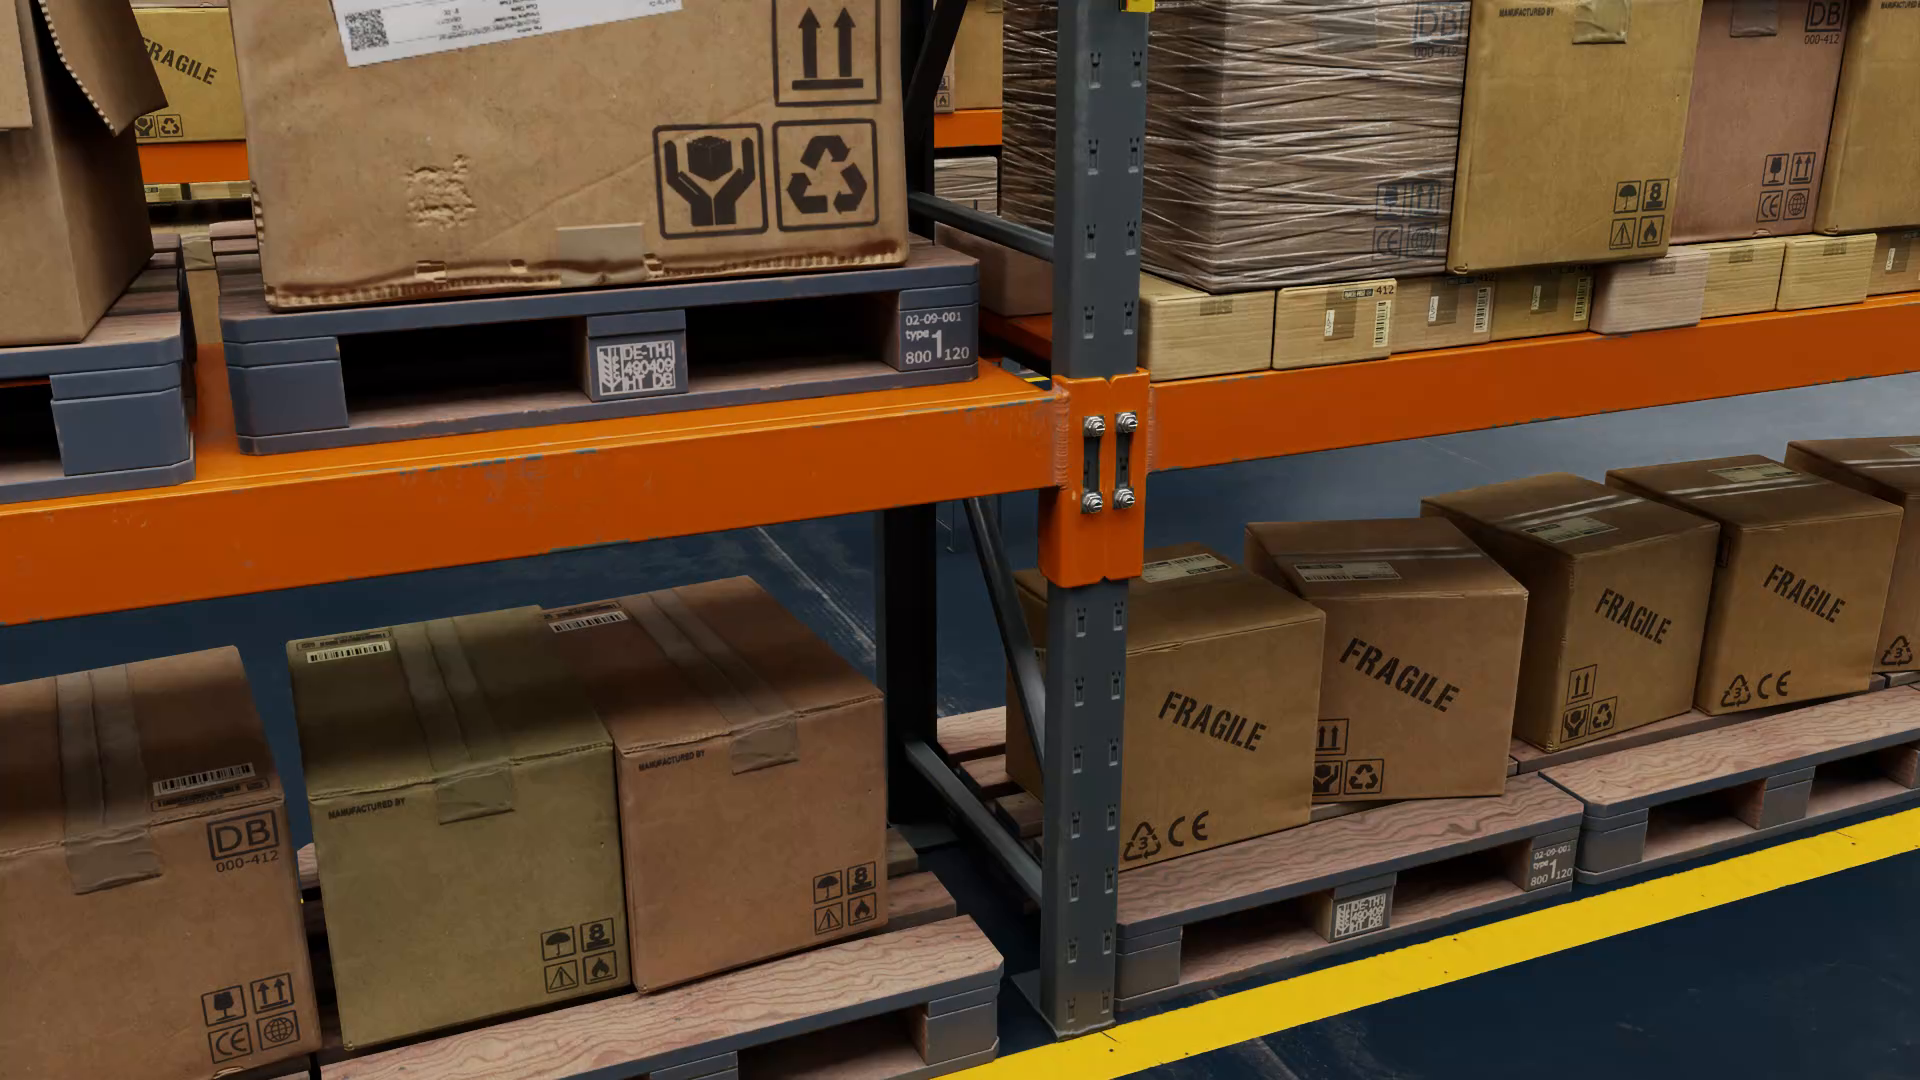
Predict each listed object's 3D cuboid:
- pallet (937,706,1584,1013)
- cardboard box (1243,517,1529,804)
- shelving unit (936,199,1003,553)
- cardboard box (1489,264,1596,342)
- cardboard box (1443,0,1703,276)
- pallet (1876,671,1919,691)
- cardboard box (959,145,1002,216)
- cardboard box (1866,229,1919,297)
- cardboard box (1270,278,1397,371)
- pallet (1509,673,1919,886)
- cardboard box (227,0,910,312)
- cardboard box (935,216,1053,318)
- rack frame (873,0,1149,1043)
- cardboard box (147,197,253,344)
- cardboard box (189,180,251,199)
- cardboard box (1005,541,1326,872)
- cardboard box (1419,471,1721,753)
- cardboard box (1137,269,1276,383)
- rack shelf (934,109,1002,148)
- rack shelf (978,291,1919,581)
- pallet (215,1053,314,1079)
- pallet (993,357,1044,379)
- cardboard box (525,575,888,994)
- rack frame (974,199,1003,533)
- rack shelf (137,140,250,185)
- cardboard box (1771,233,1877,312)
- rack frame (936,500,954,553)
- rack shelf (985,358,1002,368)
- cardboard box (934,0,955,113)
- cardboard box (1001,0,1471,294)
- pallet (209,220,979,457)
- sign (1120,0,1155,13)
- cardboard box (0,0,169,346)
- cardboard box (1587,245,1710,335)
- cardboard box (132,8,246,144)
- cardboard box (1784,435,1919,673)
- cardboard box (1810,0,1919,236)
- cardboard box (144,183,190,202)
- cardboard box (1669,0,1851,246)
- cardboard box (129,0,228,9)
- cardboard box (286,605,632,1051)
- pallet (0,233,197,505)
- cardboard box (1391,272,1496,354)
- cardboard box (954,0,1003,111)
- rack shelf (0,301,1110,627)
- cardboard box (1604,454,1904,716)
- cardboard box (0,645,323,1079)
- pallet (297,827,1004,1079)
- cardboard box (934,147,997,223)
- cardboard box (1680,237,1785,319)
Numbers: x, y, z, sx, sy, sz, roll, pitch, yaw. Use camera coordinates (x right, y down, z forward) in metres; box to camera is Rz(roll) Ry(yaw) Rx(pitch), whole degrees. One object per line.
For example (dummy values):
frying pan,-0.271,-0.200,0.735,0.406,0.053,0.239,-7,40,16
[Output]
pallet,0.654,0.621,3.941,1.213,0.211,1.003,-8,21,-22
cardboard box,0.957,0.268,3.877,0.500,0.500,0.500,-2,19,-5
shelving unit,0.013,-0.568,5.828,0.189,1.200,0.258,-8,21,-22
cardboard box,1.047,-0.519,3.359,0.250,0.149,0.380,-8,21,-22
cardboard box,0.962,-0.878,3.401,0.500,0.500,0.875,-8,21,-22
pallet,2.894,0.300,4.853,1.213,0.211,1.003,-8,21,-22
cardboard box,0.449,-1.618,8.666,0.875,0.875,0.875,-9,21,-23
cardboard box,1.952,-0.662,3.763,0.250,0.149,0.380,-8,21,-22
cardboard box,0.603,-0.442,3.140,0.250,0.149,0.380,-8,21,-22
pallet,1.776,0.459,4.401,1.213,0.211,1.003,-8,21,-22
cardboard box,-0.734,-1.015,2.851,1.000,1.000,1.000,-8,21,-22
cardboard box,0.132,-0.595,3.573,0.250,0.149,0.380,-8,21,-22
rack frame,0.051,-0.595,3.196,0.127,3.000,1.000,-8,21,-22
cardboard box,-3.242,-1.023,7.167,0.750,0.750,1.050,-8,21,-22
cardboard box,-5.013,-2.411,11.676,0.625,0.372,0.950,-7,21,-19
cardboard box,0.434,0.345,3.657,0.500,0.500,0.500,-9,21,-24
cardboard box,1.496,0.162,4.177,0.500,0.500,0.500,-10,22,-27
cardboard box,0.368,-0.413,3.058,0.250,0.149,0.380,-8,21,-22
rack shelf,0.016,-2.045,8.397,4.000,0.370,1.077,-8,21,-22
rack shelf,1.888,-0.519,4.063,4.000,0.370,1.077,-8,21,-22
pallet,-1.785,0.985,2.908,1.213,0.211,1.003,-8,21,-22
pallet,0.031,-1.044,8.669,1.213,0.211,1.003,-8,21,-22
cardboard box,-0.521,0.450,3.328,0.500,0.500,0.700,-10,22,-26
rack frame,0.097,-0.580,5.862,0.006,1.200,0.240,-8,21,-22
rack shelf,-3.657,-1.519,6.902,4.000,0.370,1.077,-8,21,-22
cardboard box,1.740,-0.615,3.630,0.250,0.149,0.380,-8,21,-22
rack frame,-0.071,-0.556,5.794,0.006,1.200,0.240,-8,21,-22
rack shelf,0.013,-0.639,5.803,0.180,0.103,0.258,-8,21,-22
cardboard box,-0.448,-2.359,7.978,0.550,0.550,0.875,-8,21,-22
cardboard box,0.489,-0.823,3.245,0.500,0.500,0.875,-8,21,-22
pallet,-0.708,-0.449,3.069,1.213,0.211,1.003,-8,21,-22
sign,0.275,-0.973,2.525,0.005,0.325,0.100,-8,21,-22
cardboard box,-1.504,-0.586,2.382,0.637,0.503,0.797,-6,20,-16
cardboard box,1.293,-0.540,3.417,0.250,0.149,0.380,-8,21,-22
cardboard box,-3.122,-1.885,6.709,0.500,0.500,0.500,-8,21,-21
cardboard box,2.609,0.026,4.565,0.500,0.500,0.500,-3,20,-8
cardboard box,1.857,-1.028,3.826,0.500,0.500,0.875,-8,21,-22
cardboard box,-5.651,-2.319,11.415,0.625,0.372,0.950,-7,21,-20
cardboard box,1.381,-0.975,3.675,0.500,0.500,0.875,-8,21,-22
cardboard box,-3.210,-2.438,6.774,0.500,0.500,0.700,-8,21,-21
cardboard box,-0.966,0.507,3.166,0.500,0.500,0.700,-8,21,-22
pallet,-1.820,-0.252,2.509,1.213,0.211,1.003,-8,21,-22
cardboard box,0.821,-0.484,3.258,0.250,0.149,0.380,-8,21,-22
cardboard box,-0.001,-2.459,8.263,0.500,0.550,0.875,-8,21,-22
rack shelf,-1.785,0.007,2.569,4.000,0.370,1.077,-8,21,-22
cardboard box,2.027,0.102,4.347,0.500,0.500,0.500,-6,20,-17
cardboard box,-1.480,0.581,2.956,0.500,0.500,0.700,-10,22,-27
pallet,-0.663,0.823,3.367,1.213,0.211,1.003,-8,21,-22
cardboard box,-0.389,-1.498,8.328,0.875,0.875,0.875,-8,21,-22
cardboard box,1.506,-0.585,3.546,0.250,0.149,0.380,-8,21,-22
